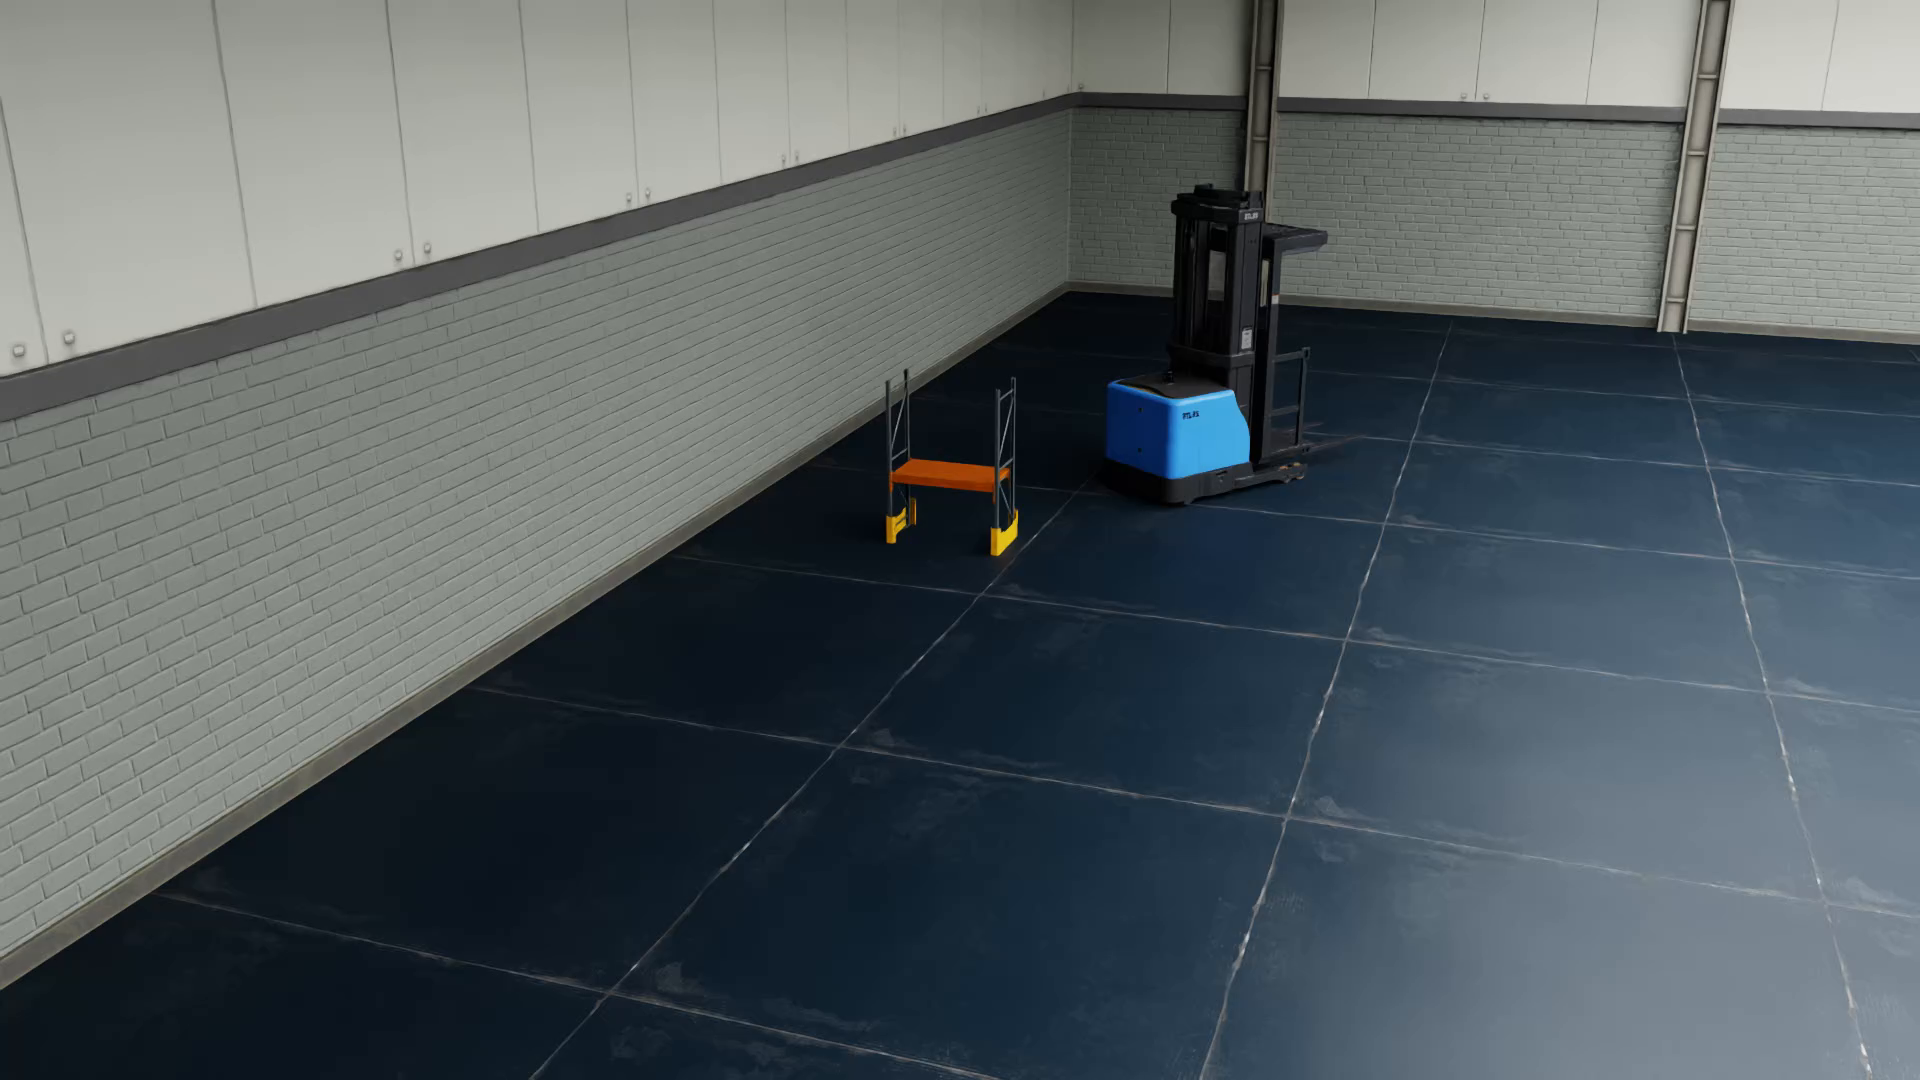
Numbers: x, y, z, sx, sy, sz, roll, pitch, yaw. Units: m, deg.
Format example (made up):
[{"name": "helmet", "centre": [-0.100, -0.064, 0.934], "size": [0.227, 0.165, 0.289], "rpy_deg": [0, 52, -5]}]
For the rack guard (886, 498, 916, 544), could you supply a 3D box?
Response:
[{"name": "rack guard", "centre": [-0.542, -0.180, 15.327], "size": [0.087, 0.250, 0.587], "rpy_deg": [7, 20, 18]}]

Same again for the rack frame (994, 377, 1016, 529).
[{"name": "rack frame", "centre": [0.400, -0.663, 14.813], "size": [0.032, 1.500, 0.500], "rpy_deg": [7, 20, 18]}]

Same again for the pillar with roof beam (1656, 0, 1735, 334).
[{"name": "pillar with roof beam", "centre": [8.755, -5.903, 18.454], "size": [0.400, 9.000, 9.100], "rpy_deg": [7, 20, 18]}]

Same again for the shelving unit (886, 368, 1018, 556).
[{"name": "shelving unit", "centre": [-0.072, -0.716, 14.967], "size": [1.083, 1.500, 0.587], "rpy_deg": [7, 20, 18]}]

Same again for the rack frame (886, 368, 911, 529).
[{"name": "rack frame", "centre": [-0.561, -0.772, 15.128], "size": [0.032, 1.500, 0.500], "rpy_deg": [7, 20, 18]}]

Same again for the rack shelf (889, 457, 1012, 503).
[{"name": "rack shelf", "centre": [-0.081, -0.548, 15.029], "size": [1.000, 0.185, 0.538], "rpy_deg": [7, 20, 18]}]

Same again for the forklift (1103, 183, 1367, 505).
[{"name": "forklift", "centre": [2.926, -2.091, 16.737], "size": [3.031, 2.935, 1.130], "rpy_deg": [-14, 23, -34]}]

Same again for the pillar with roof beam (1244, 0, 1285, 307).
[{"name": "pillar with roof beam", "centre": [3.087, -6.551, 20.313], "size": [0.400, 9.000, 9.100], "rpy_deg": [7, 20, 18]}]

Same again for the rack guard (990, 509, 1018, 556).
[{"name": "rack guard", "centre": [0.398, -0.072, 15.019], "size": [0.087, 0.250, 0.587], "rpy_deg": [7, 20, 18]}]
